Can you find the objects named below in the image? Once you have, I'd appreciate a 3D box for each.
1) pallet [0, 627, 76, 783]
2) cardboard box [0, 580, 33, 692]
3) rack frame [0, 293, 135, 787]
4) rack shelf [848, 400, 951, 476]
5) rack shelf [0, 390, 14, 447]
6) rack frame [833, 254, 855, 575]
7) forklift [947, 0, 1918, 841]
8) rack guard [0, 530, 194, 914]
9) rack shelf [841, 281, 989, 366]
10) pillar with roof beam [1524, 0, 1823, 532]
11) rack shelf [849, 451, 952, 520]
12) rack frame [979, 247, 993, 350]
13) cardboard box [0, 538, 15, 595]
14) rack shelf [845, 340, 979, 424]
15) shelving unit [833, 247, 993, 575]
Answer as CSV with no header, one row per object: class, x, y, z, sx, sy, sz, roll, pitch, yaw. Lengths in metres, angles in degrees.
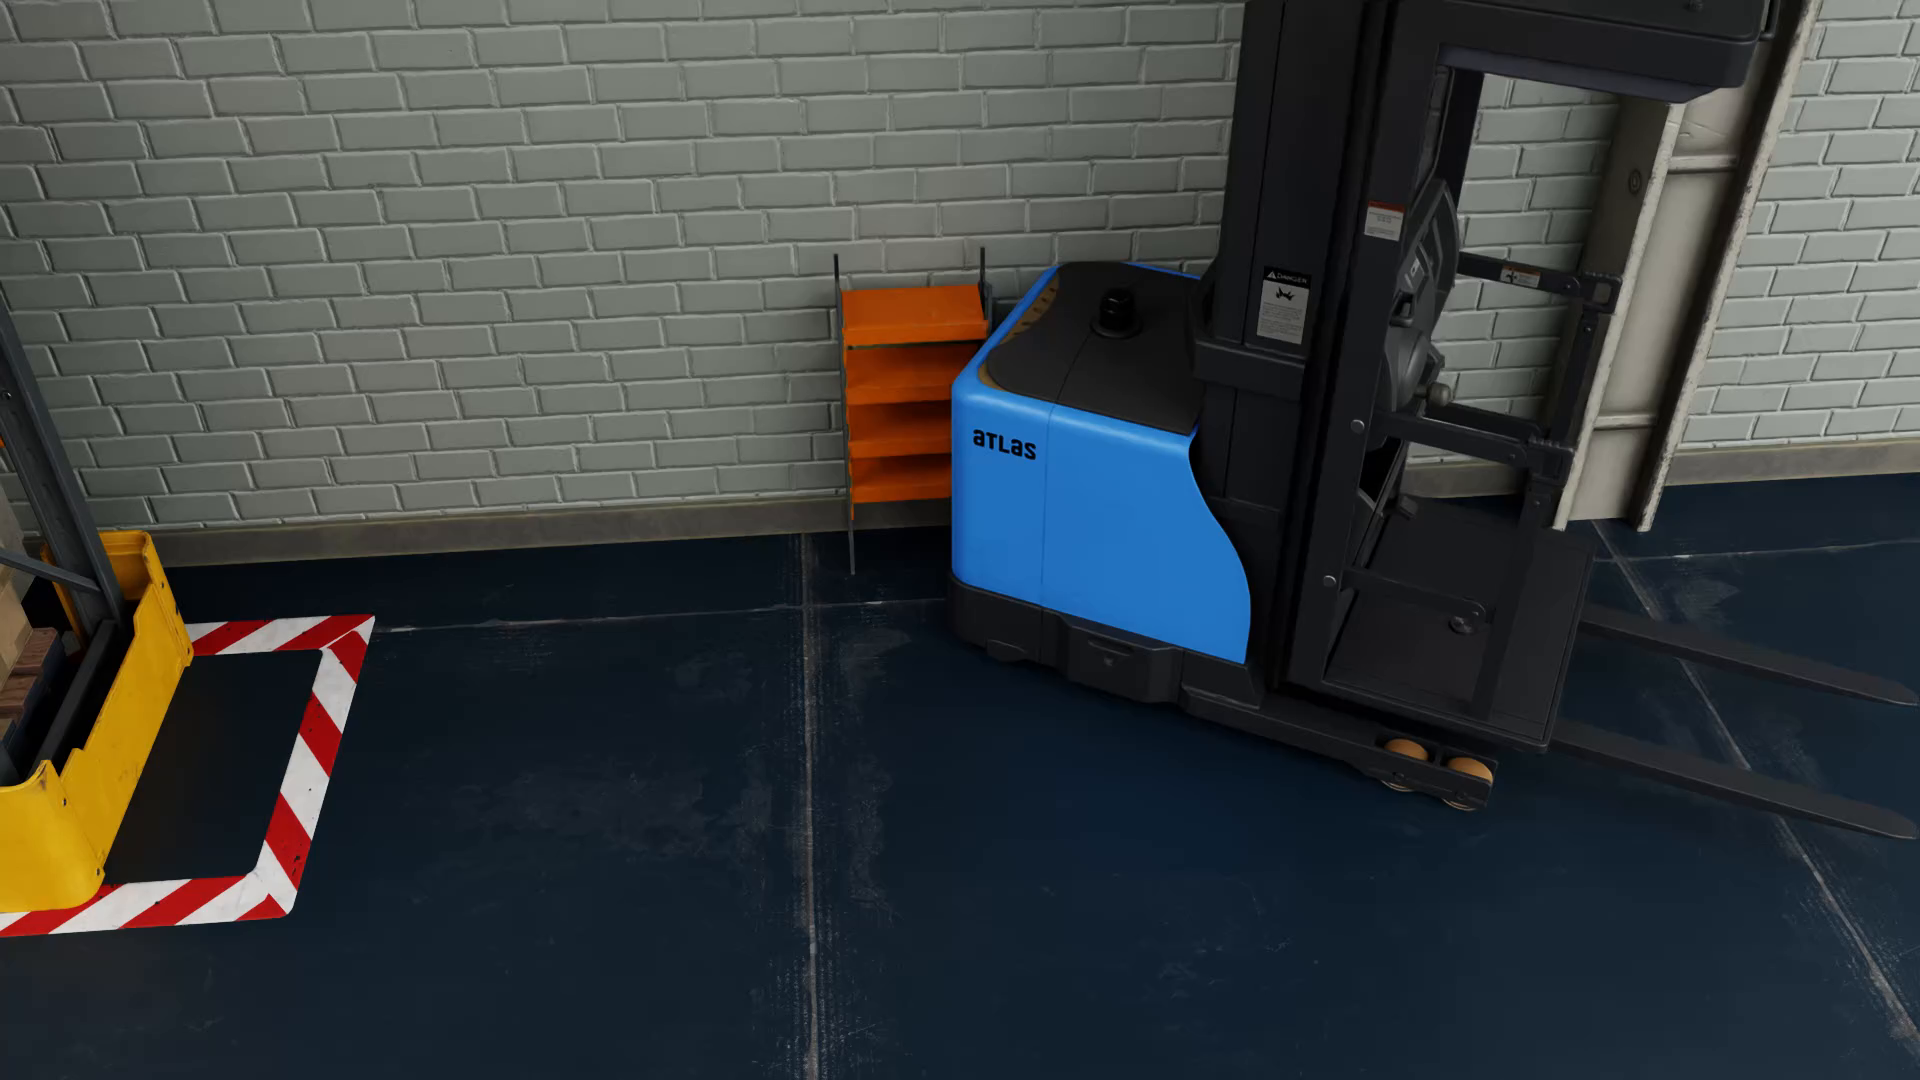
pallet,-3.556,0.713,5.176,1.213,0.211,1.003,-3,38,-4
cardboard box,-3.305,0.371,5.239,0.500,0.250,0.500,-3,38,-4
rack frame,-2.798,-0.450,4.399,0.127,3.000,1.000,-3,38,-4
rack shelf,-0.158,-0.373,5.857,0.480,0.148,0.258,-3,40,-4
rack shelf,-4.791,-0.058,4.482,4.000,0.370,1.077,-3,38,-4
rack frame,-0.401,-0.410,5.795,0.015,1.200,0.240,-3,40,-4
forklift,1.519,-0.685,4.753,3.031,2.935,1.130,16,41,19
rack guard,-2.774,0.530,5.175,0.348,0.500,1.175,-3,38,-4
rack shelf,-0.157,-0.727,5.562,0.480,0.148,0.258,-3,40,-4
pillar with roof beam,2.786,-0.996,0.248,0.400,9.000,9.100,-3,38,-4
rack shelf,-0.159,-0.220,5.984,0.480,0.148,0.258,-3,40,-4
rack frame,0.085,-0.439,5.832,0.015,1.200,0.240,-3,40,-4
cardboard box,-3.285,0.166,5.095,0.500,0.250,0.500,-2,38,-3
rack shelf,-0.158,-0.545,5.714,0.480,0.148,0.258,-3,40,-4
shelving unit,-0.158,-0.424,5.814,0.503,1.200,0.258,-3,40,-4
